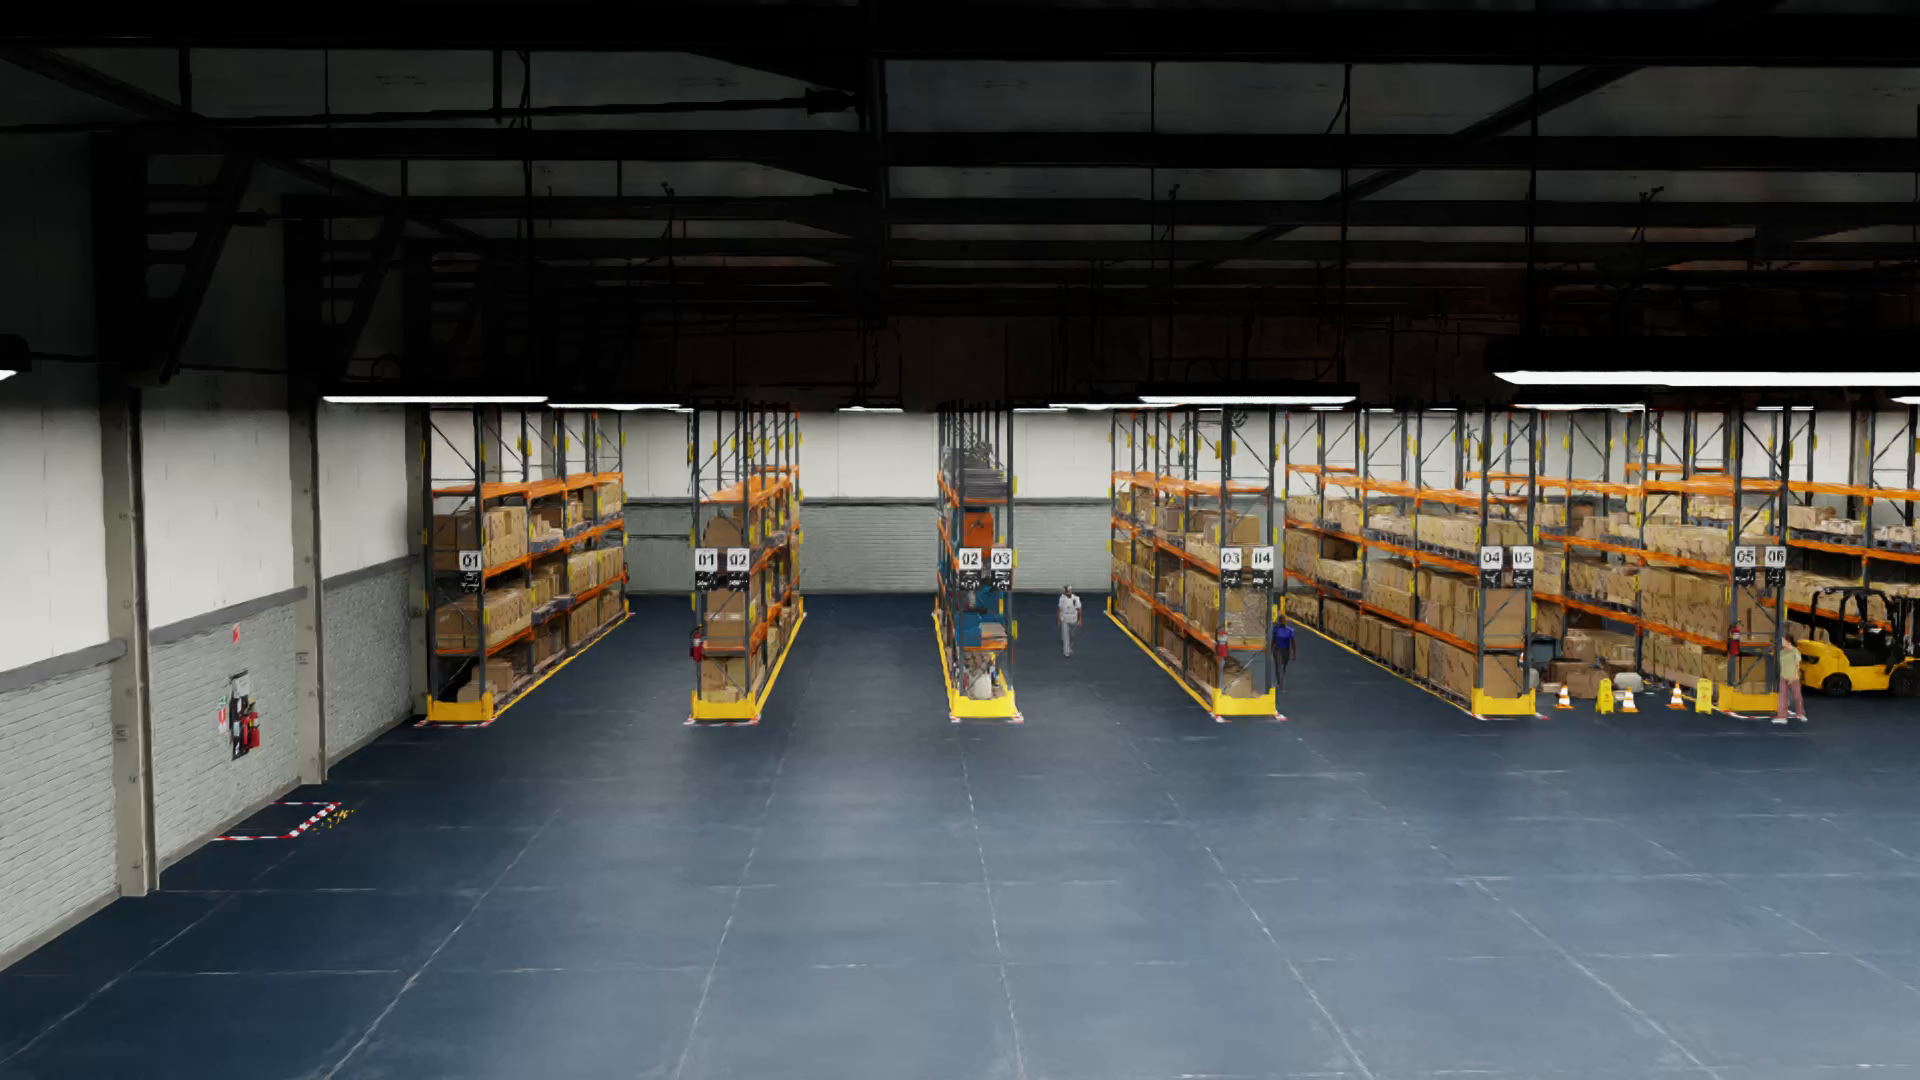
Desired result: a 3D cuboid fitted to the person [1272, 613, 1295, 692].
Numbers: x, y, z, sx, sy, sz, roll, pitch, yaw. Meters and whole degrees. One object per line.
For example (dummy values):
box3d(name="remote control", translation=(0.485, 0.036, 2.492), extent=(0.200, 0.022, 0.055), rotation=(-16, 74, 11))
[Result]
box3d(name="person", translation=(6.683, 2.307, 34.394), extent=(0.463, 1.596, 0.998), rotation=(0, 4, -3))

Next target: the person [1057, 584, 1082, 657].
box3d(name="person", translation=(2.599, 1.877, 39.325), extent=(0.556, 1.712, 1.040), rotation=(0, 4, -3))

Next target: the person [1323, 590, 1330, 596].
box3d(name="person", translation=(10.613, 1.130, 48.793), extent=(0.531, 1.787, 0.555), rotation=(-3, 5, -31))

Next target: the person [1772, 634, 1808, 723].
box3d(name="person", translation=(15.391, 2.558, 30.789), extent=(0.701, 1.664, 0.482), rotation=(-2, 5, -30))
